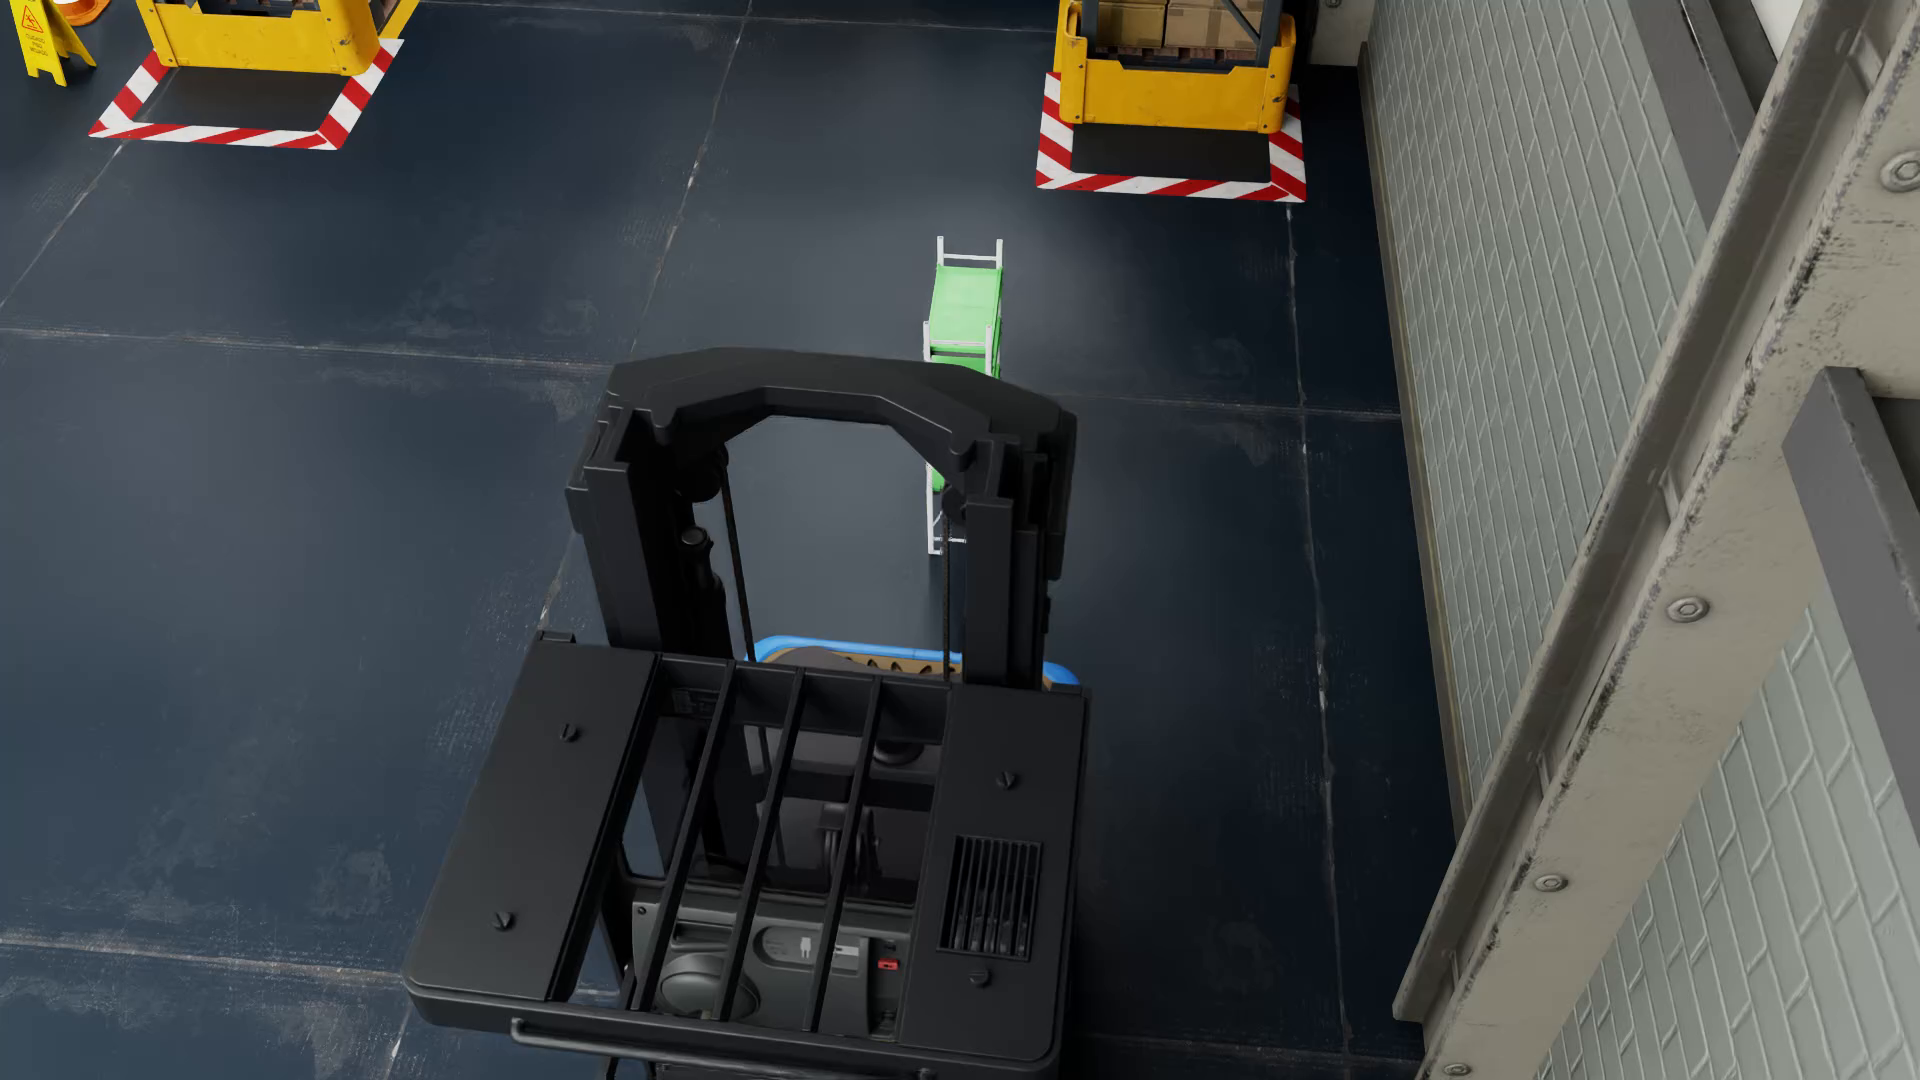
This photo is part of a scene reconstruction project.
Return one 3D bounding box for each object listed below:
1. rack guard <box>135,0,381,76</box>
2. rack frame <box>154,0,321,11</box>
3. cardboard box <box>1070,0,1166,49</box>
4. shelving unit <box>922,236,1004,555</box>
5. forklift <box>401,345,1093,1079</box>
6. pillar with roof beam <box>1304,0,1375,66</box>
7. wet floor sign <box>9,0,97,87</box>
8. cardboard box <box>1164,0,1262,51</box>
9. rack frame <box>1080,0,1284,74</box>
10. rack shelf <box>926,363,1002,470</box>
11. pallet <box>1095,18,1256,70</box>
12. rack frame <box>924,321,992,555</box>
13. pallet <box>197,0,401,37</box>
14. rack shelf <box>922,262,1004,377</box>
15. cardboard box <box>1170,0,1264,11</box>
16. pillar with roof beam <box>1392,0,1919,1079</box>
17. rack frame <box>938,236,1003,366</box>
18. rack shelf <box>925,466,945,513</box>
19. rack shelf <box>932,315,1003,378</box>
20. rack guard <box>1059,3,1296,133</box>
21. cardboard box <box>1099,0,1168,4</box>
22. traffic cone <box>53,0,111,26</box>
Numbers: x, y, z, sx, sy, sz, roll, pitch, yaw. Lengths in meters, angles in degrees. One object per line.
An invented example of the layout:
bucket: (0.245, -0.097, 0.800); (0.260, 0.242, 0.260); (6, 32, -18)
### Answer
rack guard: (-3.817, -2.860, 9.027); (1.175, 0.500, 0.348); (4, 48, 4)
rack frame: (-3.823, -3.648, 8.054); (1.000, 3.000, 0.127); (4, 48, 4)
cardboard box: (0.848, -2.897, 8.946); (0.500, 0.250, 0.500); (4, 48, 4)
shelving unit: (0.015, -0.527, 6.419); (0.258, 1.200, 0.503); (4, 48, 4)
forklift: (-0.326, 1.141, 3.720); (1.130, 2.935, 3.031); (5, 48, 5)
pillar with roof beam: (-2.206, -6.082, 6.215); (9.100, 9.000, 0.400); (4, 48, 4)
wet floor sign: (-4.906, -2.786, 8.861); (0.267, 0.644, 0.232); (19, 50, 17)
cardboard box: (1.359, -2.879, 8.929); (0.500, 0.250, 0.500); (4, 48, 4)
rack frame: (1.120, -3.317, 7.751); (1.000, 3.000, 0.127); (4, 48, 4)
rack shelf: (0.015, -0.483, 6.466); (0.258, 0.148, 0.480); (4, 48, 4)
pallet: (1.148, -2.941, 9.297); (1.003, 0.211, 1.213); (4, 48, 4)
rack frame: (-0.007, -0.347, 6.255); (0.240, 1.200, 0.015); (4, 48, 4)
pallet: (-3.707, -3.358, 9.678); (1.003, 0.211, 1.213); (4, 48, 4)
rack shelf: (0.015, -0.807, 6.111); (0.258, 0.148, 0.480); (4, 48, 4)
cardboard box: (1.370, -3.031, 8.730); (0.500, 0.250, 0.500); (5, 48, 4)
pillar with roof beam: (-2.753, -1.673, 2.182); (9.100, 9.000, 0.400); (4, 48, 4)
rack frame: (0.037, -0.706, 6.583); (0.240, 1.200, 0.015); (4, 48, 4)
rack shelf: (0.015, -0.321, 6.643); (0.258, 0.148, 0.480); (4, 48, 4)
rack shelf: (0.015, -0.645, 6.289); (0.258, 0.148, 0.480); (4, 48, 4)
rack guard: (1.118, -2.456, 8.657); (1.175, 0.500, 0.348); (4, 48, 4)
cardboard box: (0.853, -3.078, 8.773); (0.500, 0.250, 0.500); (3, 48, 3)
traffic cone: (-5.069, -3.195, 9.358); (0.336, 0.463, 0.334); (4, 48, 4)
